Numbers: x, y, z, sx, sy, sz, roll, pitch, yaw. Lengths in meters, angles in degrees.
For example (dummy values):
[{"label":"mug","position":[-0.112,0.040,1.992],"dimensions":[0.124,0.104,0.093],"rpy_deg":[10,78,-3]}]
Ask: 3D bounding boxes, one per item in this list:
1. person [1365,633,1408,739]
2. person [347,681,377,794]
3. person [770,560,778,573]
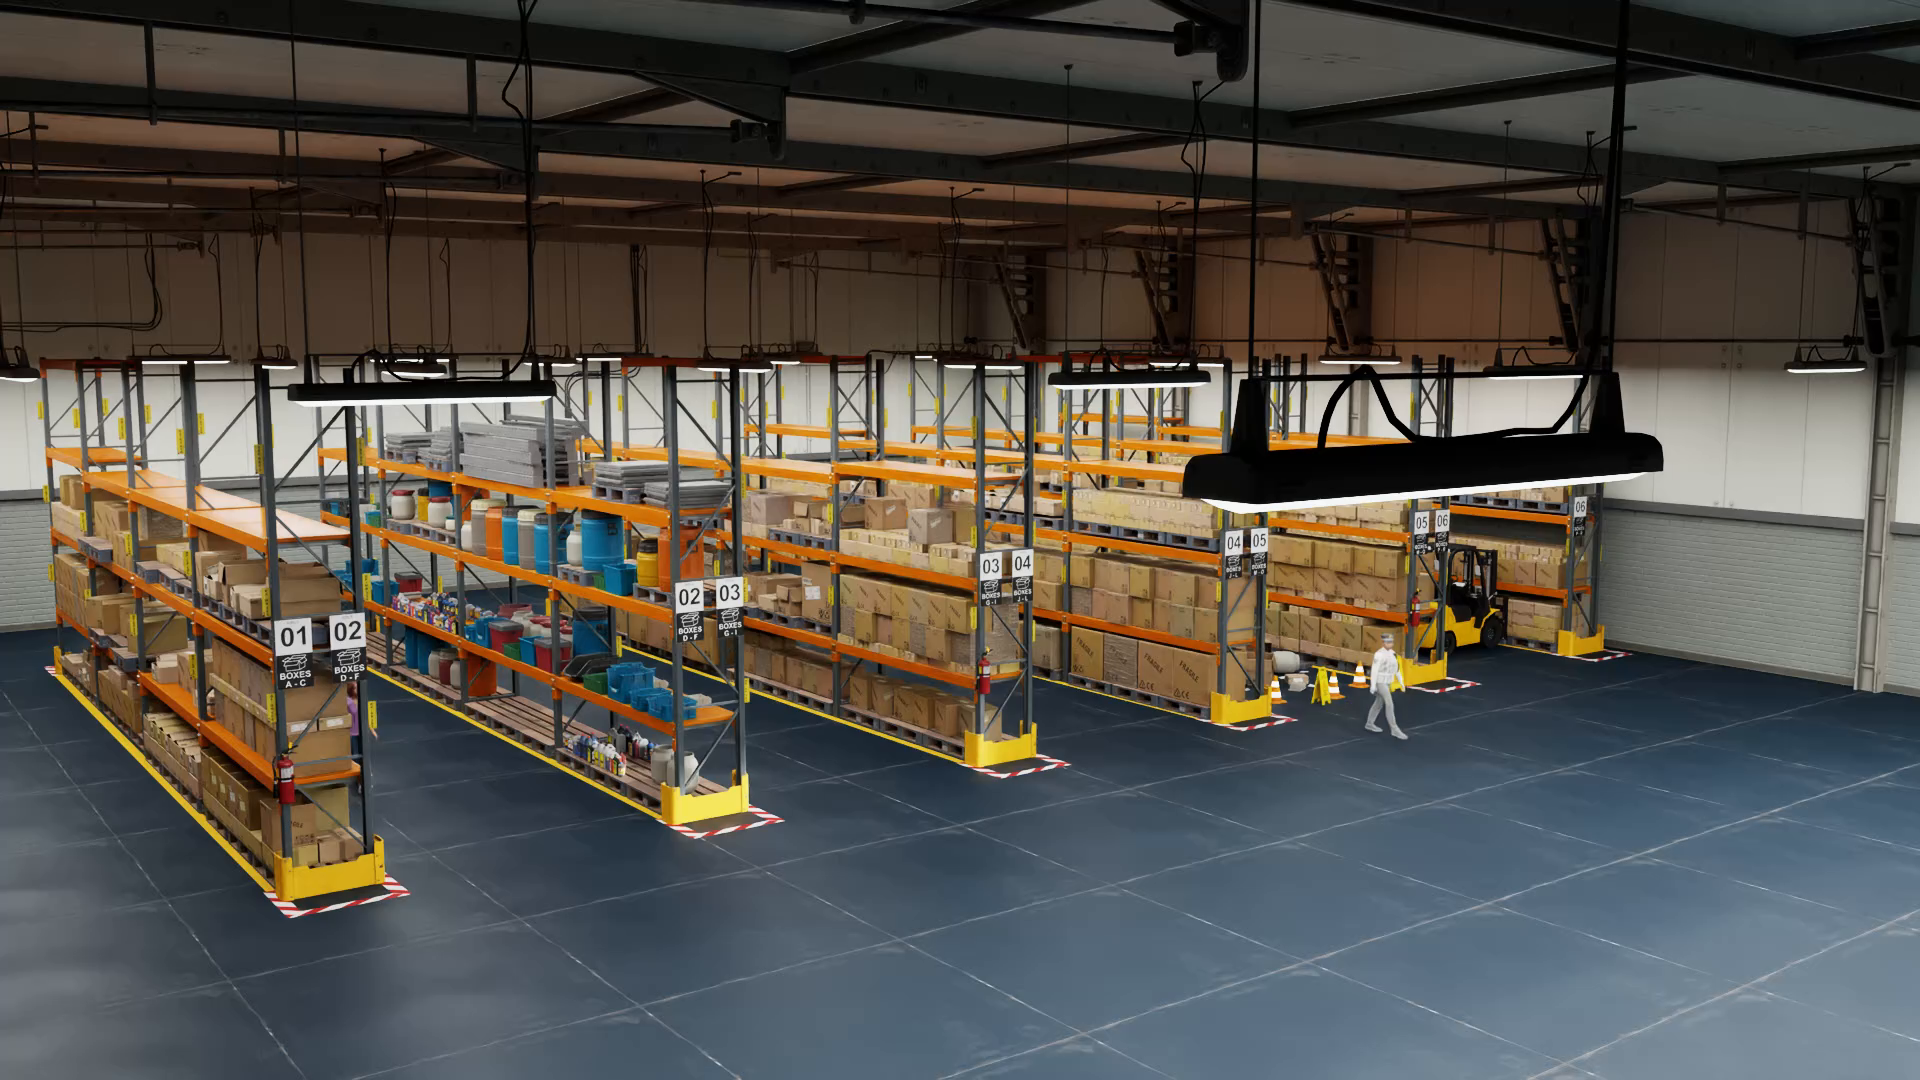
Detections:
[{"label":"person","position":[6.852,2.303,26.615],"dimensions":[0.817,1.648,0.515],"rpy_deg":[6,9,43]},{"label":"person","position":[-8.496,2.735,23.438],"dimensions":[0.461,1.539,0.972],"rpy_deg":[-5,9,-37]},{"label":"person","position":[-4.664,0.391,42.668],"dimensions":[1.063,1.584,0.446],"rpy_deg":[5,9,37]}]
